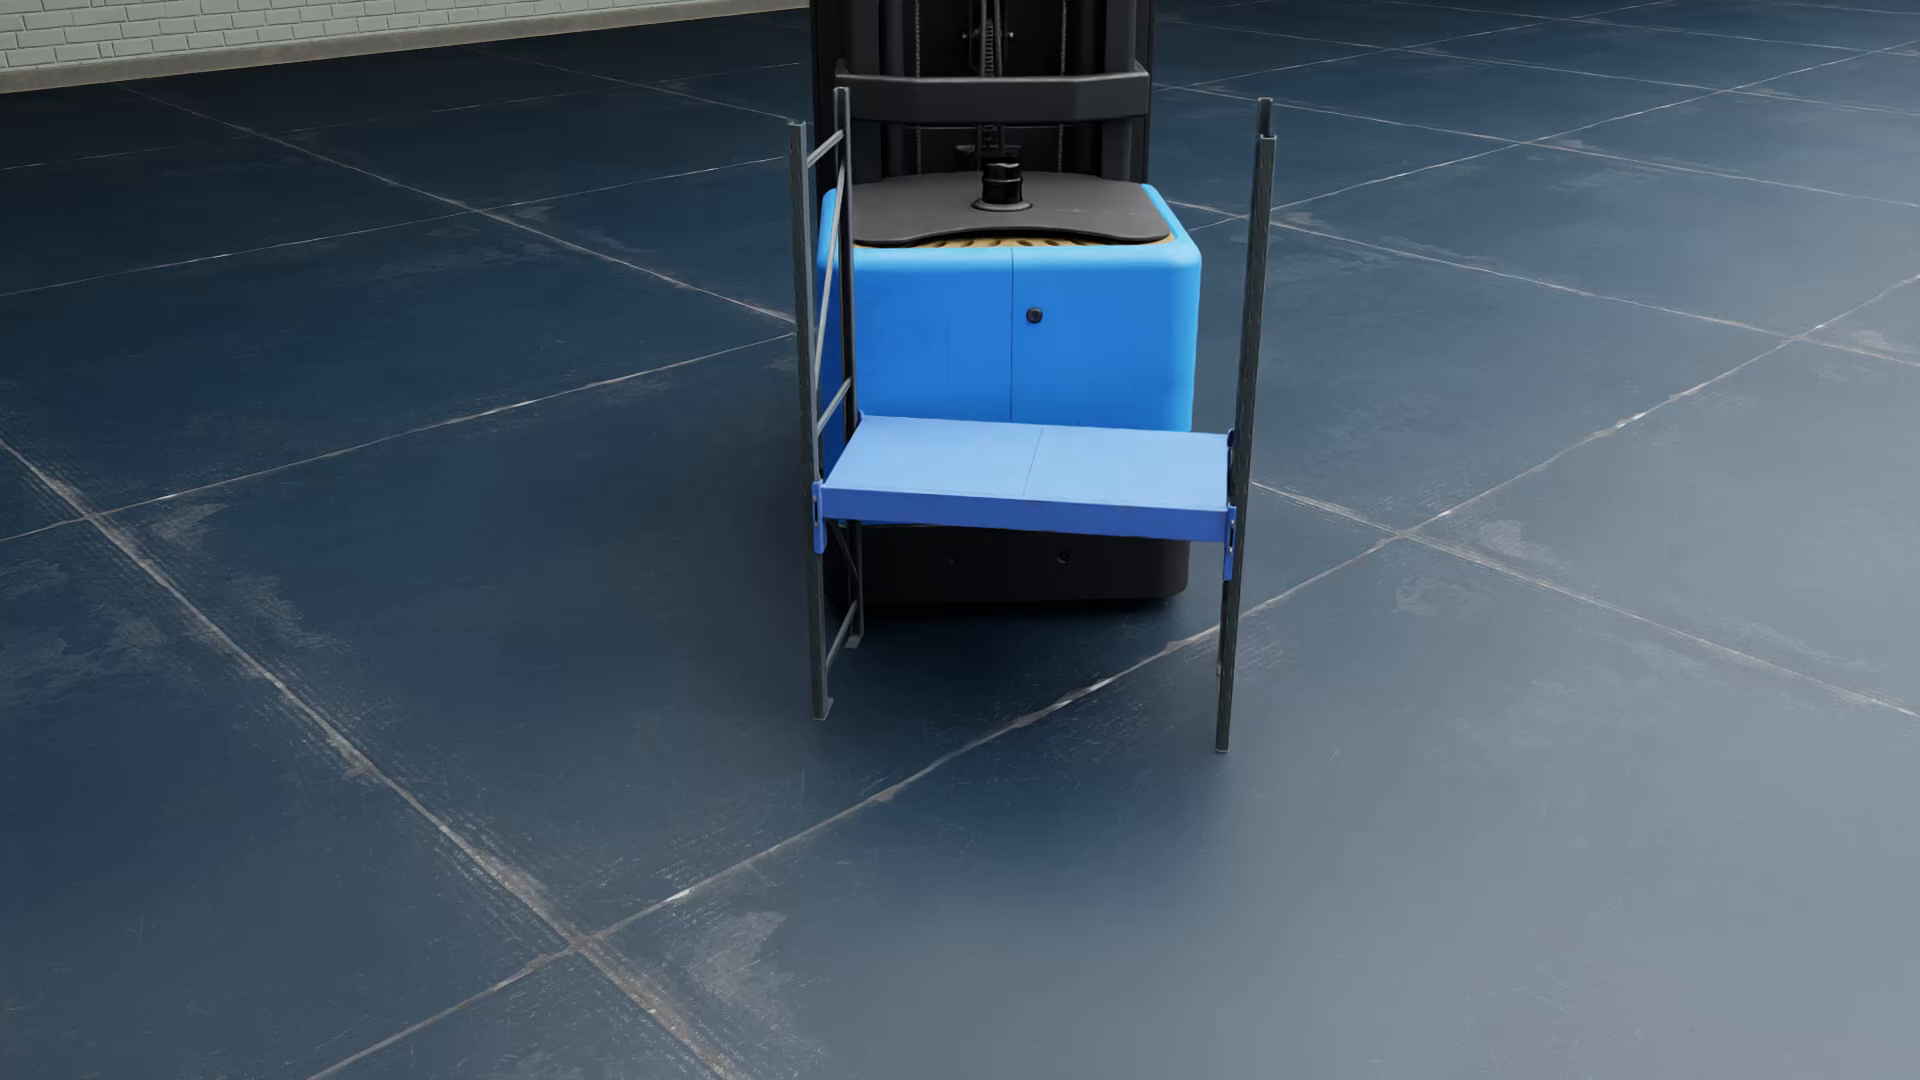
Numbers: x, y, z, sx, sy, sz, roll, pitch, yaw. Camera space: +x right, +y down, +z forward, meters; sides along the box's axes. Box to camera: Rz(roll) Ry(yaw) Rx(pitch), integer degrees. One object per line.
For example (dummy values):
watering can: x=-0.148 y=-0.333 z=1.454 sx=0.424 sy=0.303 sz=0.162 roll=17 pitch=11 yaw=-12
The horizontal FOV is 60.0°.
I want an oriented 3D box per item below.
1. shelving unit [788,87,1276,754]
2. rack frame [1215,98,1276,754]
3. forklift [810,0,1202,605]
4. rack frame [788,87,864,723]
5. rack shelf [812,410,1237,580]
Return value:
shelving unit: x=0.180 y=-0.290 z=4.078 sx=1.048 sy=1.500 sz=0.538 roll=4 pitch=25 yaw=8
rack frame: x=0.682 y=-0.258 z=4.008 sx=0.032 sy=1.500 sz=0.500 roll=4 pitch=25 yaw=8
forklift: x=0.058 y=-1.721 z=5.490 sx=1.130 sy=2.935 sz=3.031 roll=-1 pitch=25 yaw=-3
rack frame: x=-0.323 y=-0.321 z=4.147 sx=0.032 sy=1.500 sz=0.500 roll=4 pitch=25 yaw=8
rack shelf: x=0.180 y=-0.126 z=4.152 sx=1.000 sy=0.185 sz=0.538 roll=4 pitch=25 yaw=8
